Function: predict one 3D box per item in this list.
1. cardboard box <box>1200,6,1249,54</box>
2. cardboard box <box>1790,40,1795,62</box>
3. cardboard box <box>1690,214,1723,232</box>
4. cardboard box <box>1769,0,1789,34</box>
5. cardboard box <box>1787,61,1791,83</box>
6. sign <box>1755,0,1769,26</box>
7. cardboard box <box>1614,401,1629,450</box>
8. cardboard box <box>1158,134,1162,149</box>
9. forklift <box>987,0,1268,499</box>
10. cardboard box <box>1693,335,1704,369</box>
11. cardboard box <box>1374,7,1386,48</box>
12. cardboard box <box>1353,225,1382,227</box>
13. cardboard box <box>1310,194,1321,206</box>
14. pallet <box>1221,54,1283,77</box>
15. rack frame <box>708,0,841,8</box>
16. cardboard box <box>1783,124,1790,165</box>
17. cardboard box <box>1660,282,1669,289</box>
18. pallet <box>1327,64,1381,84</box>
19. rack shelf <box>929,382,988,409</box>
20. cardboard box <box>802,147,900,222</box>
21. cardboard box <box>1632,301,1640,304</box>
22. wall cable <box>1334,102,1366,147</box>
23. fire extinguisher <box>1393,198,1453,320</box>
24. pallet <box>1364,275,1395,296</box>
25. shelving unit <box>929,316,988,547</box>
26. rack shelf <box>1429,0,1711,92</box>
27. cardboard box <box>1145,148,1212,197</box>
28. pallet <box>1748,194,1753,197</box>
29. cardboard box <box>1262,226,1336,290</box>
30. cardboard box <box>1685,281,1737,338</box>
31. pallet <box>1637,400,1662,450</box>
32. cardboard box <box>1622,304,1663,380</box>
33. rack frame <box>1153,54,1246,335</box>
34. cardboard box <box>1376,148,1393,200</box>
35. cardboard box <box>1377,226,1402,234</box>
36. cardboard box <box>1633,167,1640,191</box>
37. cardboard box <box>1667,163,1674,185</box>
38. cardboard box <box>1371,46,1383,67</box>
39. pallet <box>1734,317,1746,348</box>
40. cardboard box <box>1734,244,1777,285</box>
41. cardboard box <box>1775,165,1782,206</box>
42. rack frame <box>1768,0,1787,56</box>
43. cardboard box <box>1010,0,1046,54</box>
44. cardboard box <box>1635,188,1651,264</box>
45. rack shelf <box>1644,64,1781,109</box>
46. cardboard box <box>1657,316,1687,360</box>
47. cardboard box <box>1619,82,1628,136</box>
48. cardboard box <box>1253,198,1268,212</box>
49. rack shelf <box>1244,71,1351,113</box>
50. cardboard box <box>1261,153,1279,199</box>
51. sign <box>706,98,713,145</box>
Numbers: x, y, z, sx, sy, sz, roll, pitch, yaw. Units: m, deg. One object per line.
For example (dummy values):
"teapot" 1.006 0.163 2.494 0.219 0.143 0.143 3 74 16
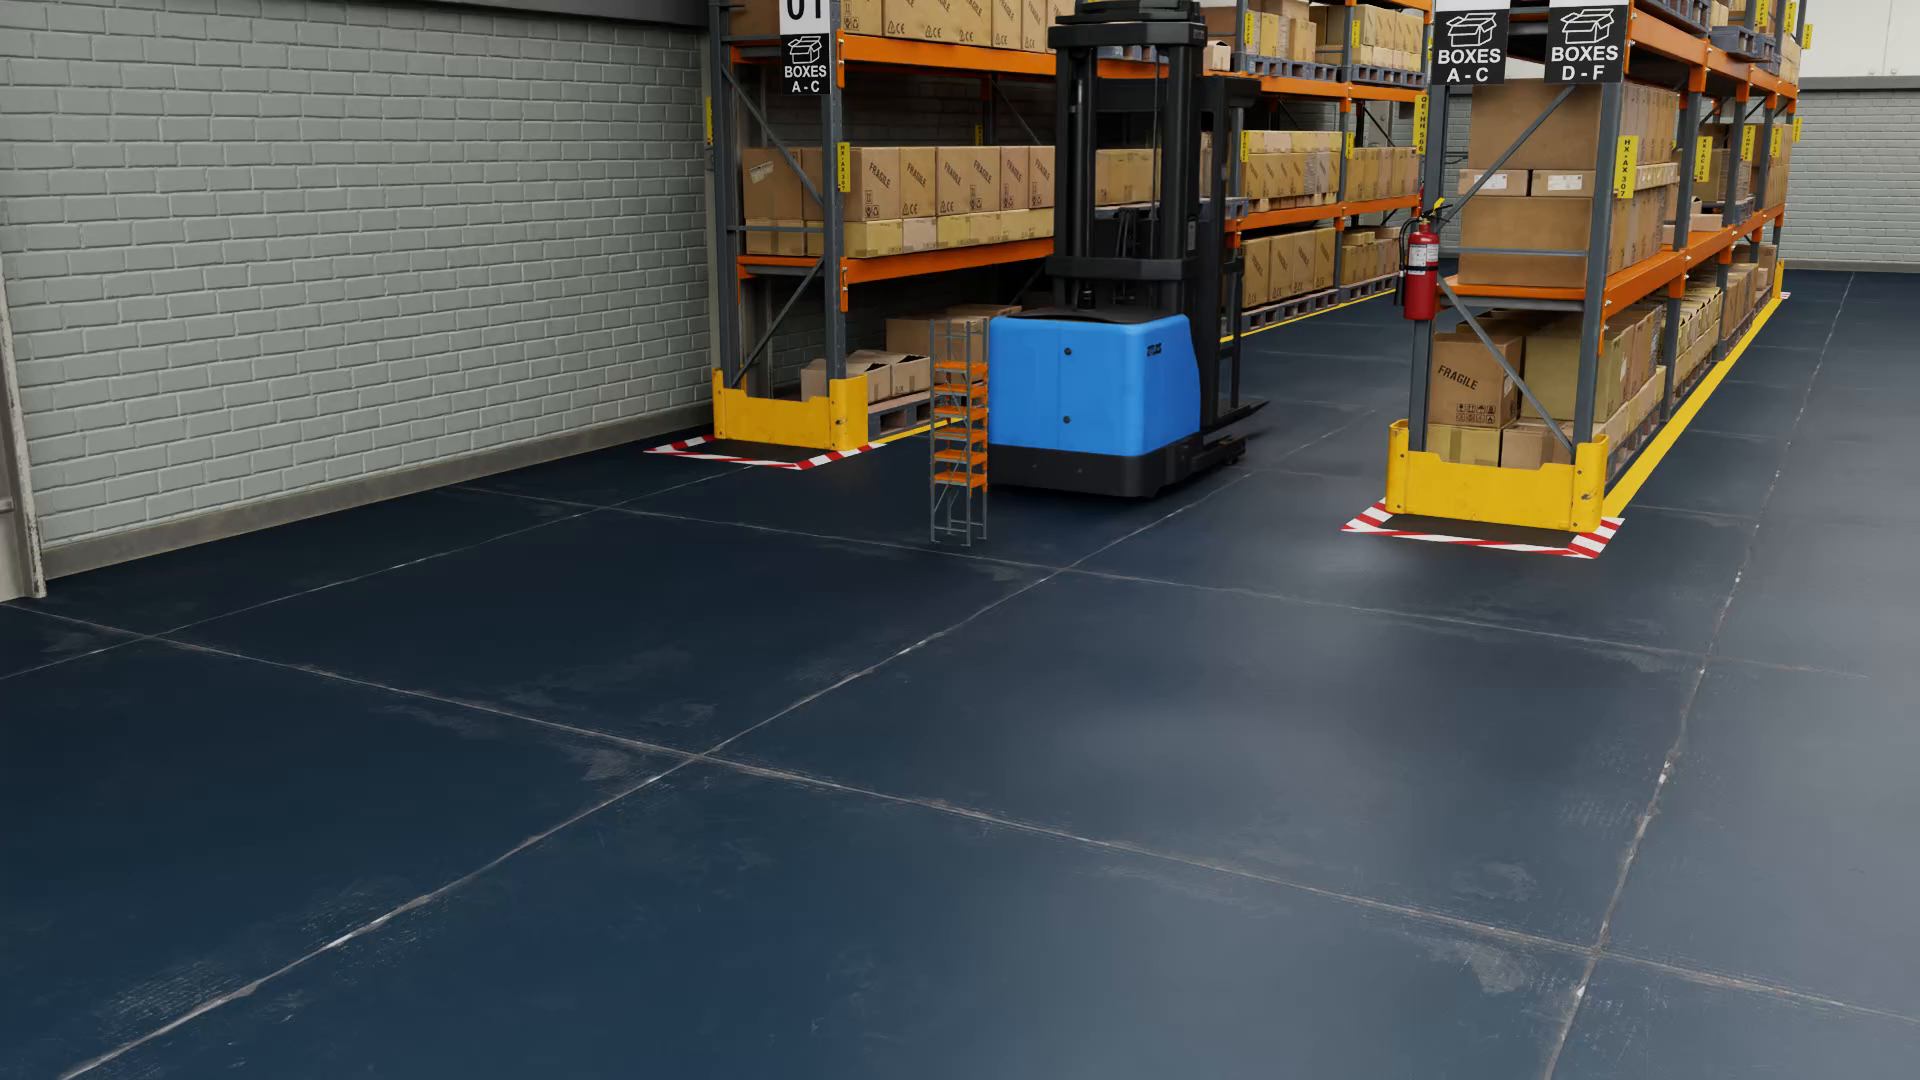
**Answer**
"cardboard box" 2.784 -5.626 18.416 0.700 0.500 0.500 6 15 24
"cardboard box" 10.063 -6.068 20.654 0.500 0.250 0.500 7 15 28
"cardboard box" 6.750 -2.902 15.208 0.380 0.149 0.250 7 15 28
"cardboard box" 9.444 -6.244 19.788 0.700 0.500 0.500 7 15 28
"cardboard box" 10.055 -5.825 20.717 0.500 0.250 0.500 7 15 28
"sign" 7.425 -4.924 15.385 0.100 0.325 0.005 7 15 28
"cardboard box" 4.010 -0.757 10.743 0.500 0.250 0.500 7 15 28
"cardboard box" 2.321 -4.237 17.671 0.380 0.149 0.250 5 14 19
"forklift" 1.288 -1.969 10.947 1.130 2.935 3.031 7 15 27
"cardboard box" 6.164 -1.657 14.479 0.500 0.250 0.500 8 16 29
"cardboard box" 5.371 -6.845 22.235 0.500 0.500 0.500 7 15 27
"cardboard box" 6.106 -4.640 24.932 0.380 0.149 0.250 7 15 28
"cardboard box" 4.280 -4.244 20.731 0.380 0.149 0.250 7 15 28
"pallet" 2.869 -5.305 18.642 1.213 0.211 1.003 8 16 31
"rack frame" -1.263 -5.076 10.888 1.000 3.000 0.127 7 15 28
"cardboard box" 10.346 -5.083 21.371 0.500 0.500 0.500 8 16 30
"cardboard box" 7.189 -2.457 17.221 0.500 0.500 0.500 8 16 30
"pallet" 4.943 -6.203 22.153 1.003 0.211 1.213 7 15 28
"rack shelf" -0.007 -0.770 8.835 0.258 0.103 0.180 7 15 28
"cardboard box" -0.769 -2.525 11.783 0.500 0.500 0.500 7 15 28
"cardboard box" 5.689 -1.988 14.652 0.500 0.311 0.500 7 15 27
"wall cable" 6.263 -6.306 26.622 0.084 1.984 1.851 7 15 28
"fire extinguisher" 2.612 -1.590 9.393 0.296 0.674 0.183 7 15 28
"pallet" 5.563 -3.664 23.782 1.003 0.211 1.213 7 15 28
"shelving unit" -0.007 -0.580 8.881 0.258 1.200 0.189 7 15 28
"rack shelf" 4.042 -3.118 10.701 1.077 0.370 4.000 7 15 28
"cardboard box" 2.386 -3.966 17.931 0.700 0.500 0.500 5 15 21
"pallet" 8.395 -3.816 18.872 1.003 0.211 1.213 7 15 28
"cardboard box" 4.338 -3.632 21.391 0.750 0.750 0.750 8 15 29
"cardboard box" 7.413 -2.300 16.568 0.500 0.500 0.500 8 16 30
"pallet" 4.588 -0.906 12.340 1.003 0.211 1.213 7 15 28
"cardboard box" 4.724 -1.430 11.938 0.500 0.500 0.500 7 15 28
"rack frame" 2.605 -3.801 18.399 1.000 3.000 0.127 7 15 28
"cardboard box" 5.516 -5.176 23.464 0.980 0.700 0.700 7 15 25
"cardboard box" 6.319 -4.544 24.537 0.380 0.149 0.250 7 15 27
"cardboard box" 4.074 -2.283 10.508 0.380 0.149 0.250 7 15 27
"cardboard box" 4.944 -2.653 12.041 0.380 0.149 0.250 7 15 27
"cardboard box" 5.362 -6.474 22.299 0.500 0.250 0.500 7 15 27
"pallet" 7.928 -2.283 18.053 1.003 0.211 1.213 7 15 28
"cardboard box" 10.763 -3.741 22.545 0.500 0.500 0.500 7 15 28
"cardboard box" 10.094 -4.496 21.067 0.500 0.500 0.500 7 15 27
"rack frame" 8.876 -6.977 18.775 1.000 3.000 0.127 7 15 28
"cardboard box" 0.387 -4.263 13.659 0.500 0.500 0.500 6 15 23
"cardboard box" 4.305 -2.165 11.401 0.700 0.500 0.500 8 16 29
"rack shelf" 7.910 -4.759 17.509 1.077 0.370 4.000 7 15 28
"cardboard box" 5.427 -1.616 13.112 0.500 0.311 0.500 7 15 28
"cardboard box" 3.587 -2.492 9.988 0.700 0.500 0.500 7 15 27
"cardboard box" 3.298 -3.825 18.994 0.380 0.149 0.250 8 16 30
"rack shelf" 3.571 -5.320 19.833 1.077 0.370 4.000 7 15 28
"cardboard box" 3.325 -4.181 19.084 0.500 0.500 0.500 8 16 30
"sign" -1.739 -2.943 11.696 0.100 0.325 0.005 7 15 28
